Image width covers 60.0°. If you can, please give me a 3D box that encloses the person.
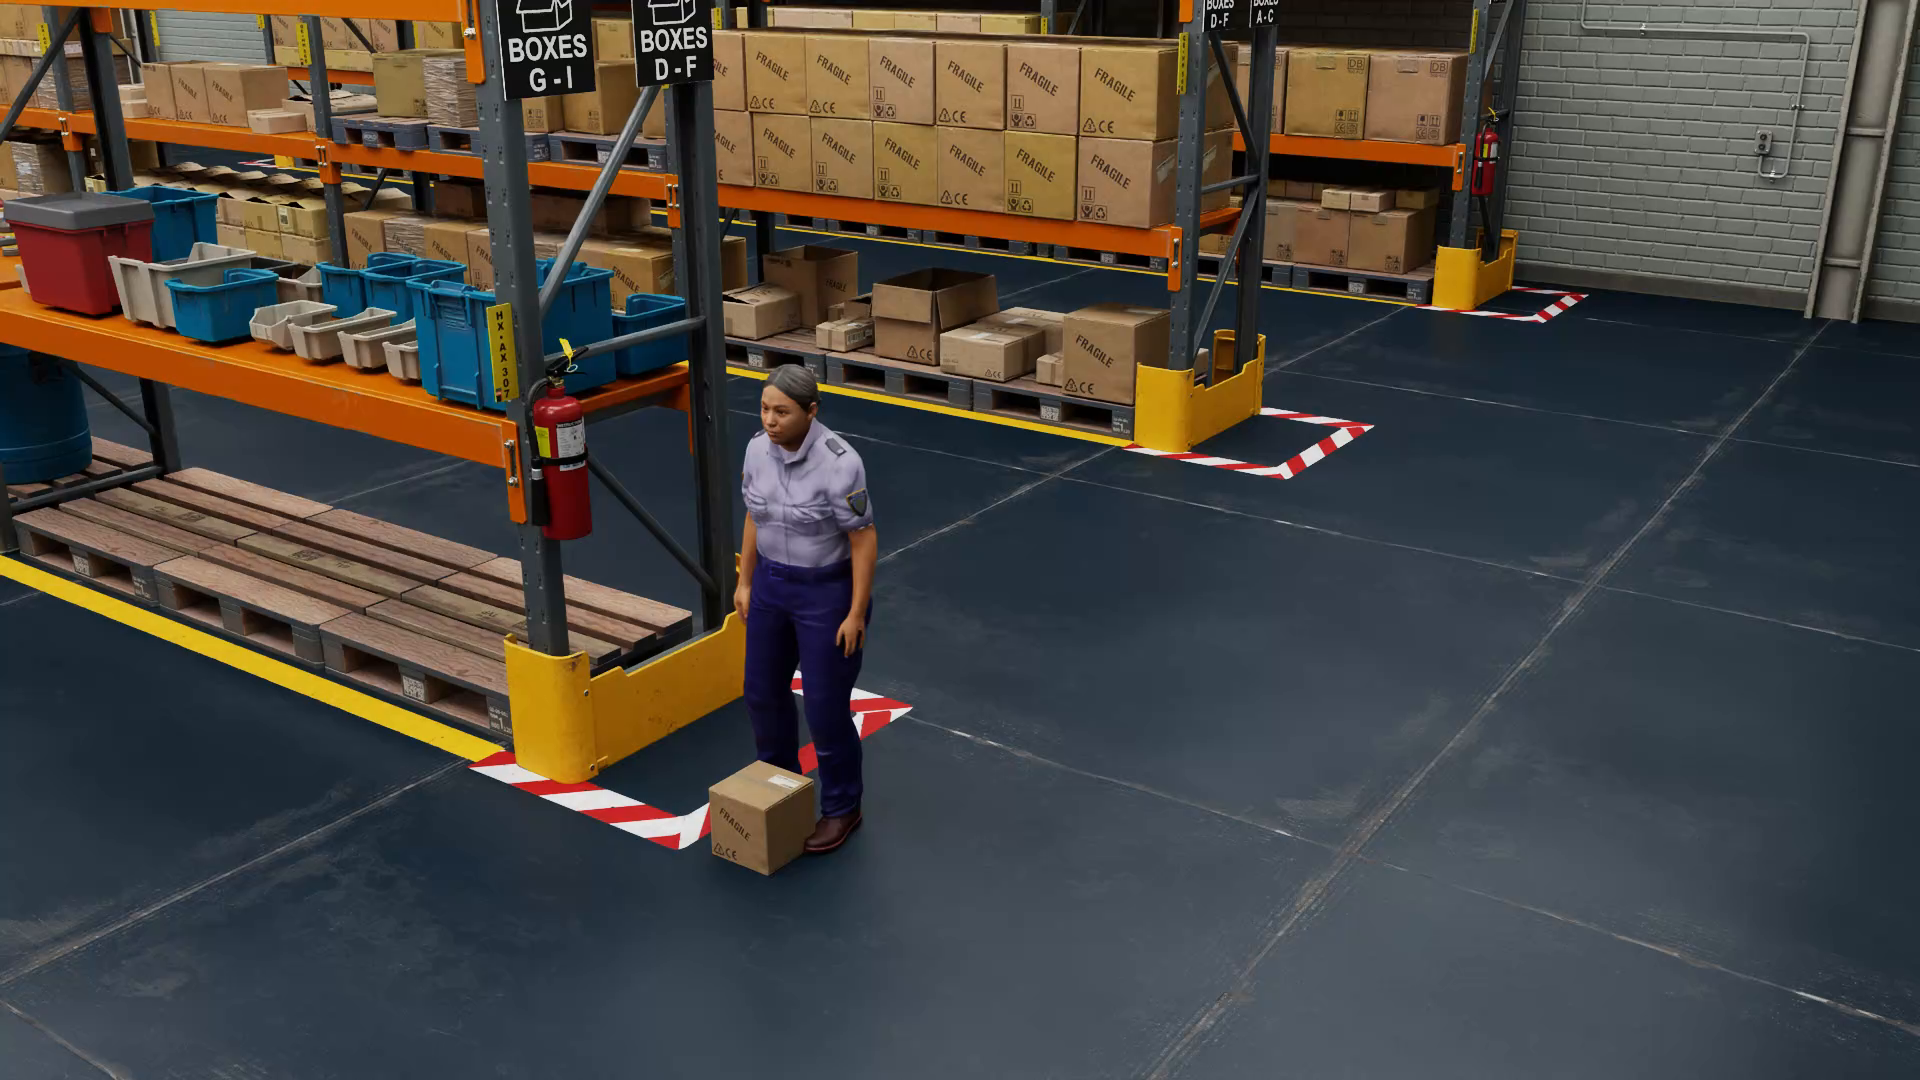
[{"bbox_3d":[-0.524,0.206,5.520,0.564,1.649,0.368,13,24,32],"label":"person"}]
